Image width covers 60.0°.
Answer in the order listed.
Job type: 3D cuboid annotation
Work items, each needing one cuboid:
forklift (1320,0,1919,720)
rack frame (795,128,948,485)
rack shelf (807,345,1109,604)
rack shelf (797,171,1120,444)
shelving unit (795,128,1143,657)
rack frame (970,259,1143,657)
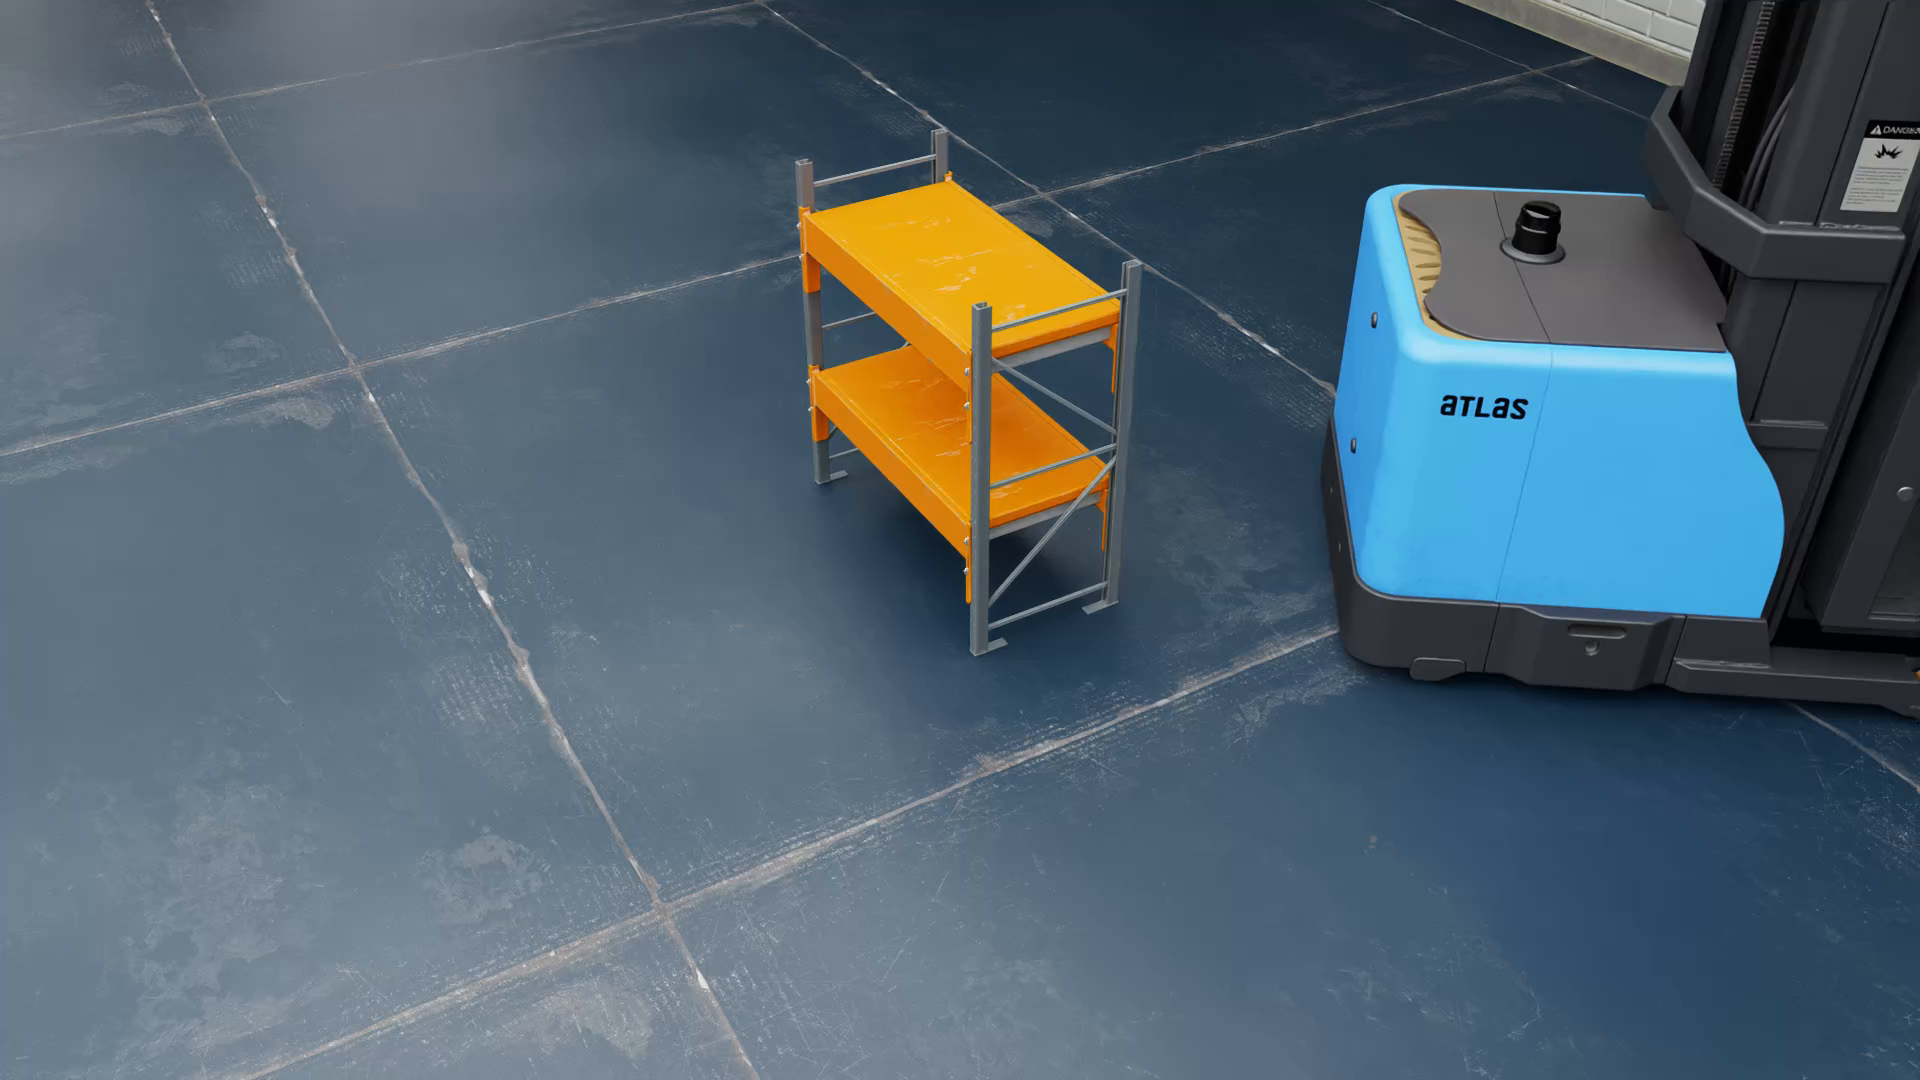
[{"bbox_3d":[2.636,-0.996,4.129,3.031,2.935,1.130,3,36,5],"label":"forklift"},{"bbox_3d":[-0.259,-0.717,5.278,0.500,1.125,0.032,-19,40,-24],"label":"rack frame"},{"bbox_3d":[-0.003,-0.260,5.067,0.538,0.278,1.000,-19,40,-24],"label":"rack shelf"},{"bbox_3d":[-0.003,-0.694,4.750,0.538,0.278,1.000,-19,40,-24],"label":"rack shelf"},{"bbox_3d":[-0.003,-0.458,4.923,0.538,1.125,1.048,-19,40,-24],"label":"shelving unit"},{"bbox_3d":[0.252,-0.198,4.568,0.500,1.125,0.032,-19,40,-24],"label":"rack frame"}]
